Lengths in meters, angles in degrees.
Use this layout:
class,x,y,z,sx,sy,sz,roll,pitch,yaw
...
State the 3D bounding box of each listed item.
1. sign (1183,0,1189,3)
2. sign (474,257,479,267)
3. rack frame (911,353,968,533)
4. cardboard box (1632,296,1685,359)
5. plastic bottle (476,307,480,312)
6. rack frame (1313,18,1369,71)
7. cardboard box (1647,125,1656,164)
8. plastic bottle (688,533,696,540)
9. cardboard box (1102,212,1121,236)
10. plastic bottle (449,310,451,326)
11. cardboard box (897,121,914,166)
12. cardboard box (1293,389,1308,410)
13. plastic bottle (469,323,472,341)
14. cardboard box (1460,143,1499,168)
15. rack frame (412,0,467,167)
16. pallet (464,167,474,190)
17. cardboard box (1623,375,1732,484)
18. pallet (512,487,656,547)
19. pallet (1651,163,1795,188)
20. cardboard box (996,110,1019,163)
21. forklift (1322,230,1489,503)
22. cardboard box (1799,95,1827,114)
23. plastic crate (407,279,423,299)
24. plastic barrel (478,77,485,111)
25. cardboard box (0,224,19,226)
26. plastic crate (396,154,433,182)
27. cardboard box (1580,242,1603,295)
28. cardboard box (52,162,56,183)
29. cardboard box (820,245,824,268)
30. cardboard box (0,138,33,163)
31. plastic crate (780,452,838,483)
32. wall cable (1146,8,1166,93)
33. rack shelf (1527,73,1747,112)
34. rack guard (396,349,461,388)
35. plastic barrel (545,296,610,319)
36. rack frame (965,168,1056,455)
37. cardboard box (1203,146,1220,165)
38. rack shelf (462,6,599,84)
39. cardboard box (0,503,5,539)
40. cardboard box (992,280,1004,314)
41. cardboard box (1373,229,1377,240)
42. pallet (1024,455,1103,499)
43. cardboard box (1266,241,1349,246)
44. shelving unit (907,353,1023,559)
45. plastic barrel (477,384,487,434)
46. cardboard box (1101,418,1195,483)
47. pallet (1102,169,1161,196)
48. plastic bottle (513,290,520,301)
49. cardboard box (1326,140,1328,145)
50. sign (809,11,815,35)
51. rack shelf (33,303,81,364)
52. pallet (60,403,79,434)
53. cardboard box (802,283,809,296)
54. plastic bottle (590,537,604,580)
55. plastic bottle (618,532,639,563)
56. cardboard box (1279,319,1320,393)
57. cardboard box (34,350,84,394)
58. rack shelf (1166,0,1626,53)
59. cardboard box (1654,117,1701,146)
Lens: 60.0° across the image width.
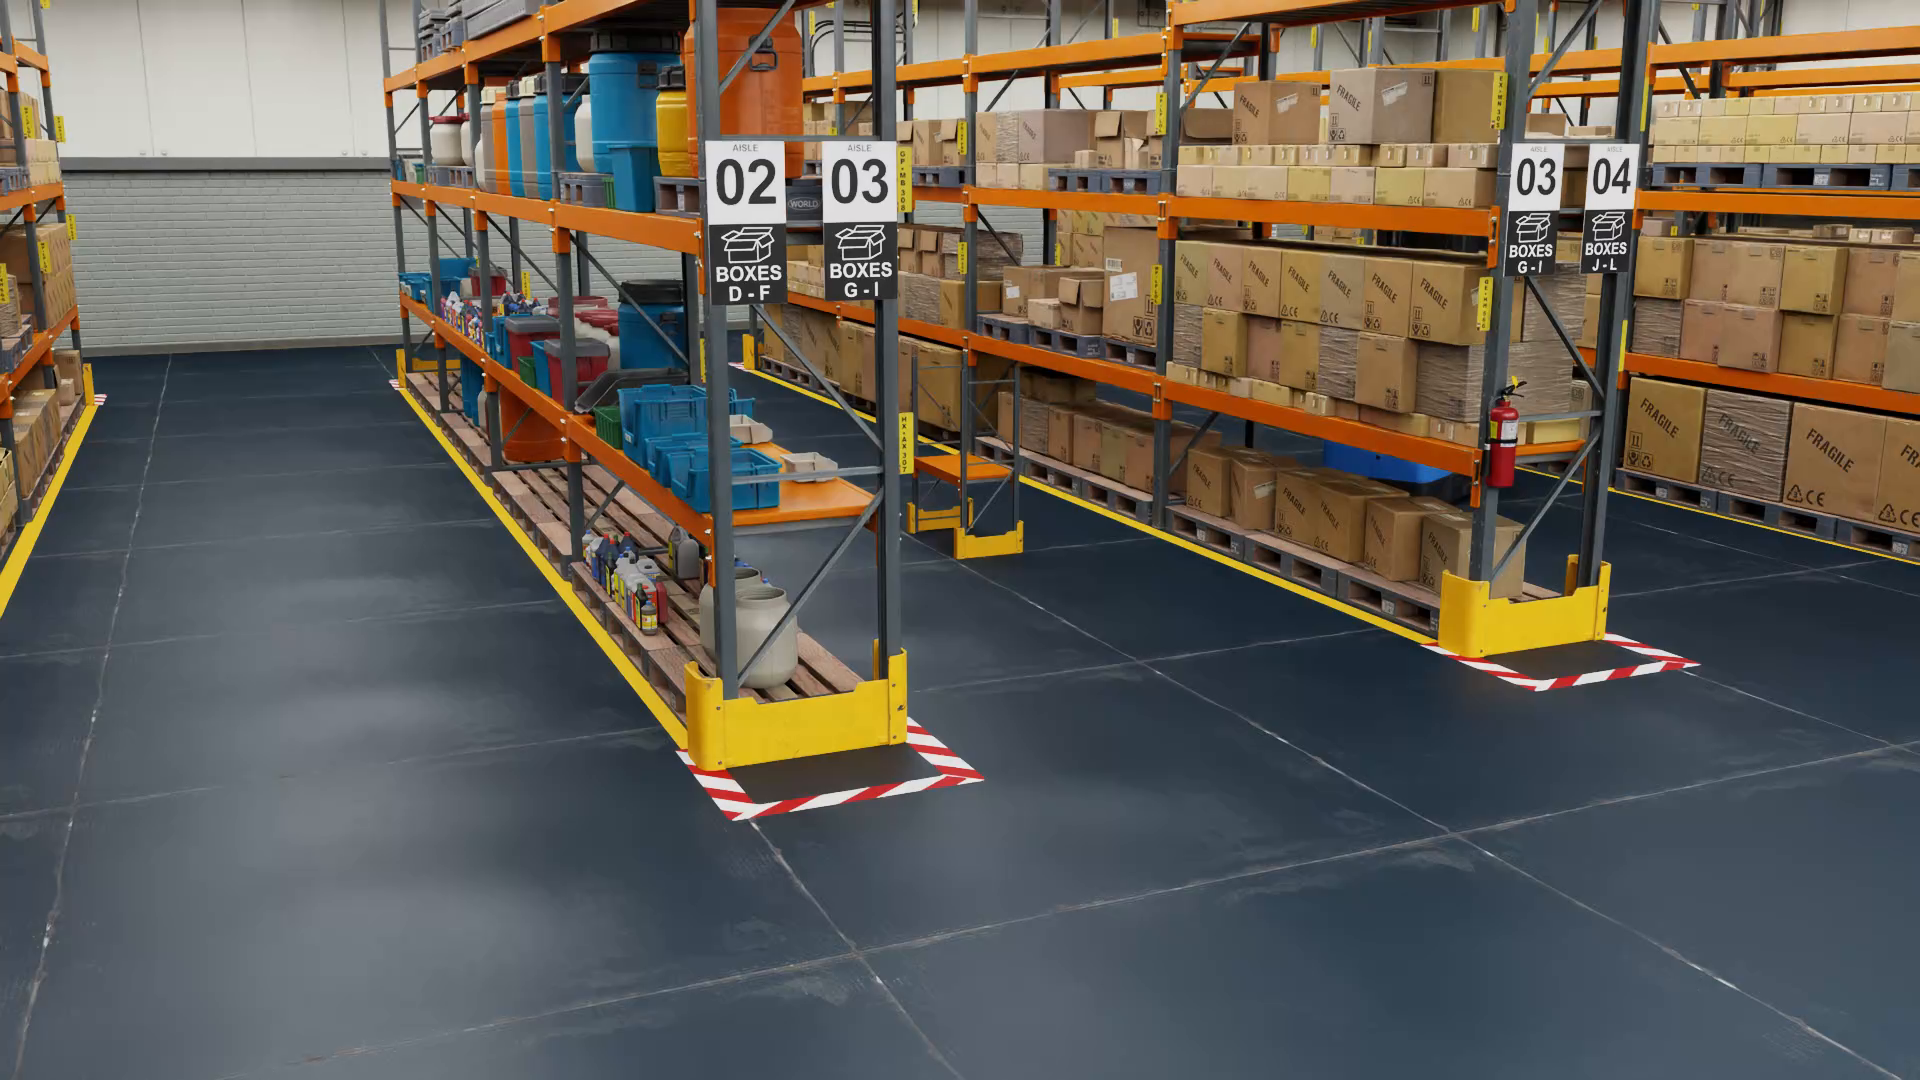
class,x,y,z,sx,sy,sz,roll,pitch,yaw
sign,3.012,-7.054,22.142,0.100,0.325,0.005,-6,14,-23
sign,-6.712,-3.767,23.131,0.100,0.325,0.005,-6,14,-23
rack frame,-0.169,-0.818,14.078,0.500,1.500,0.032,-6,14,-23
cardboard box,6.880,-2.027,15.645,0.875,0.550,0.550,-6,14,-23
plastic bottle,-5.075,-2.322,17.537,0.097,0.271,0.097,0,13,0
rack frame,6.409,-7.900,28.044,1.000,3.000,0.127,-6,14,-23
cardboard box,9.324,-5.104,21.460,0.797,0.503,0.637,-7,15,-26
plastic bottle,-1.880,0.028,11.995,0.144,0.351,0.185,-6,14,-24
cardboard box,2.454,-4.755,24.662,0.500,0.500,0.500,-6,14,-25
plastic bottle,-5.564,-2.459,18.282,0.097,0.201,0.097,0,13,0
cardboard box,-0.304,-4.565,19.130,0.797,0.503,0.637,-6,14,-24
cardboard box,2.701,-1.052,12.321,0.380,0.149,0.250,-6,14,-23
plastic bottle,-4.914,-2.124,16.833,0.097,0.201,0.097,0,13,0
cardboard box,3.341,-2.388,10.330,0.380,0.149,0.250,-6,14,-23
rack frame,-5.607,-5.731,18.673,1.000,3.000,0.127,-6,14,-23
pallet,-4.222,-3.518,16.183,1.003,0.211,1.213,-6,14,-23
cardboard box,6.909,-1.063,15.590,0.875,0.875,0.875,-5,14,-22
pallet,-3.245,-0.208,14.299,1.003,0.211,1.213,-6,14,-23
pallet,7.039,-3.278,14.924,1.003,0.211,1.213,-6,14,-23
cardboard box,0.686,-3.957,16.332,0.500,0.500,0.500,-6,14,-23
forklift,4.590,-1.957,15.824,1.130,2.935,3.031,10,16,36
cardboard box,7.165,-3.590,13.713,0.380,0.149,0.250,-6,14,-23
plastic crate,-6.885,-3.229,21.408,0.416,0.233,0.300,-6,14,-23
plastic barrel,-4.783,-4.379,17.444,0.600,0.901,0.708,-6,14,-23
cardboard box,-11.813,-3.608,20.367,0.500,0.500,0.500,-5,14,-21
plastic crate,-6.849,-4.725,21.118,0.504,0.338,0.767,-6,14,-23
cardboard box,6.517,-2.667,16.304,0.700,0.500,0.500,-6,14,-24
cardboard box,-11.112,-4.389,19.863,0.500,0.250,0.500,-6,14,-23
cardboard box,-1.498,-3.763,21.487,0.500,0.500,0.500,-5,14,-21
cardboard box,-10.114,-4.116,17.573,0.500,0.250,0.500,-6,14,-23
plastic crate,-0.864,-0.414,9.592,0.298,0.136,0.250,-6,14,-23
wall cable,3.872,-9.049,33.012,0.463,3.000,0.029,-6,14,-23
rack shelf,8.812,-6.115,22.814,1.077,0.370,4.000,-6,14,-23
rack guard,-7.231,-2.420,23.218,1.175,0.500,0.348,-6,14,-23
plastic barrel,-3.541,-1.979,15.468,0.600,0.536,0.708,-6,14,-23
rack frame,0.533,-2.429,17.712,1.000,3.000,0.127,-6,14,-23
cardboard box,2.153,-3.041,13.153,0.380,0.149,0.250,-6,14,-26
rack shelf,-3.204,-3.946,13.443,1.077,0.370,4.000,-6,14,-23
cardboard box,-7.702,-0.103,12.829,0.500,0.250,0.500,-5,14,-22
cardboard box,0.588,-2.603,18.241,0.500,0.500,0.500,-5,14,-21
cardboard box,6.968,-5.073,26.697,0.500,0.500,0.500,-6,14,-23
pallet,1.330,-0.657,16.241,1.003,0.211,1.213,-6,14,-23
cardboard box,2.770,-2.112,13.243,0.500,0.500,0.500,-6,14,-23
shelving unit,0.031,-0.715,13.633,0.587,1.500,1.083,-6,14,-23
plastic barrel,-4.977,-1.415,17.919,0.421,0.512,0.421,0,13,0
cardboard box,1.736,-0.828,15.363,0.700,0.500,0.500,-6,14,-23
pallet,1.986,-3.109,14.417,1.213,0.211,1.003,-6,14,-23
plastic bottle,-4.939,-2.624,18.662,0.144,0.351,0.185,-6,14,-23
cardboard box,4.657,-4.461,19.618,0.500,0.500,0.500,-6,14,-23
sign,-2.168,-7.544,24.262,0.100,0.325,0.005,-6,14,-23
rack shelf,-10.948,-2.424,19.286,1.077,0.370,4.000,-6,14,-23
pallet,-10.914,-1.397,19.438,1.003,0.211,1.213,-6,14,-23
cardboard box,-1.904,-3.379,22.374,0.380,0.149,0.250,-5,14,-22
plastic bottle,-2.522,0.127,11.732,0.152,0.276,0.135,-5,14,-21
plastic bottle,-2.327,0.112,11.631,0.144,0.351,0.185,-6,14,-23
cardboard box,2.882,-1.390,12.341,0.875,0.500,0.500,-6,14,-23
cardboard box,-11.306,-2.094,20.833,0.500,0.500,0.500,-6,14,-23
rack shelf,2.937,-3.760,11.761,1.077,0.370,4.000,-6,14,-23
cardboard box,6.660,-3.690,15.027,0.500,0.250,0.500,-6,14,-23
